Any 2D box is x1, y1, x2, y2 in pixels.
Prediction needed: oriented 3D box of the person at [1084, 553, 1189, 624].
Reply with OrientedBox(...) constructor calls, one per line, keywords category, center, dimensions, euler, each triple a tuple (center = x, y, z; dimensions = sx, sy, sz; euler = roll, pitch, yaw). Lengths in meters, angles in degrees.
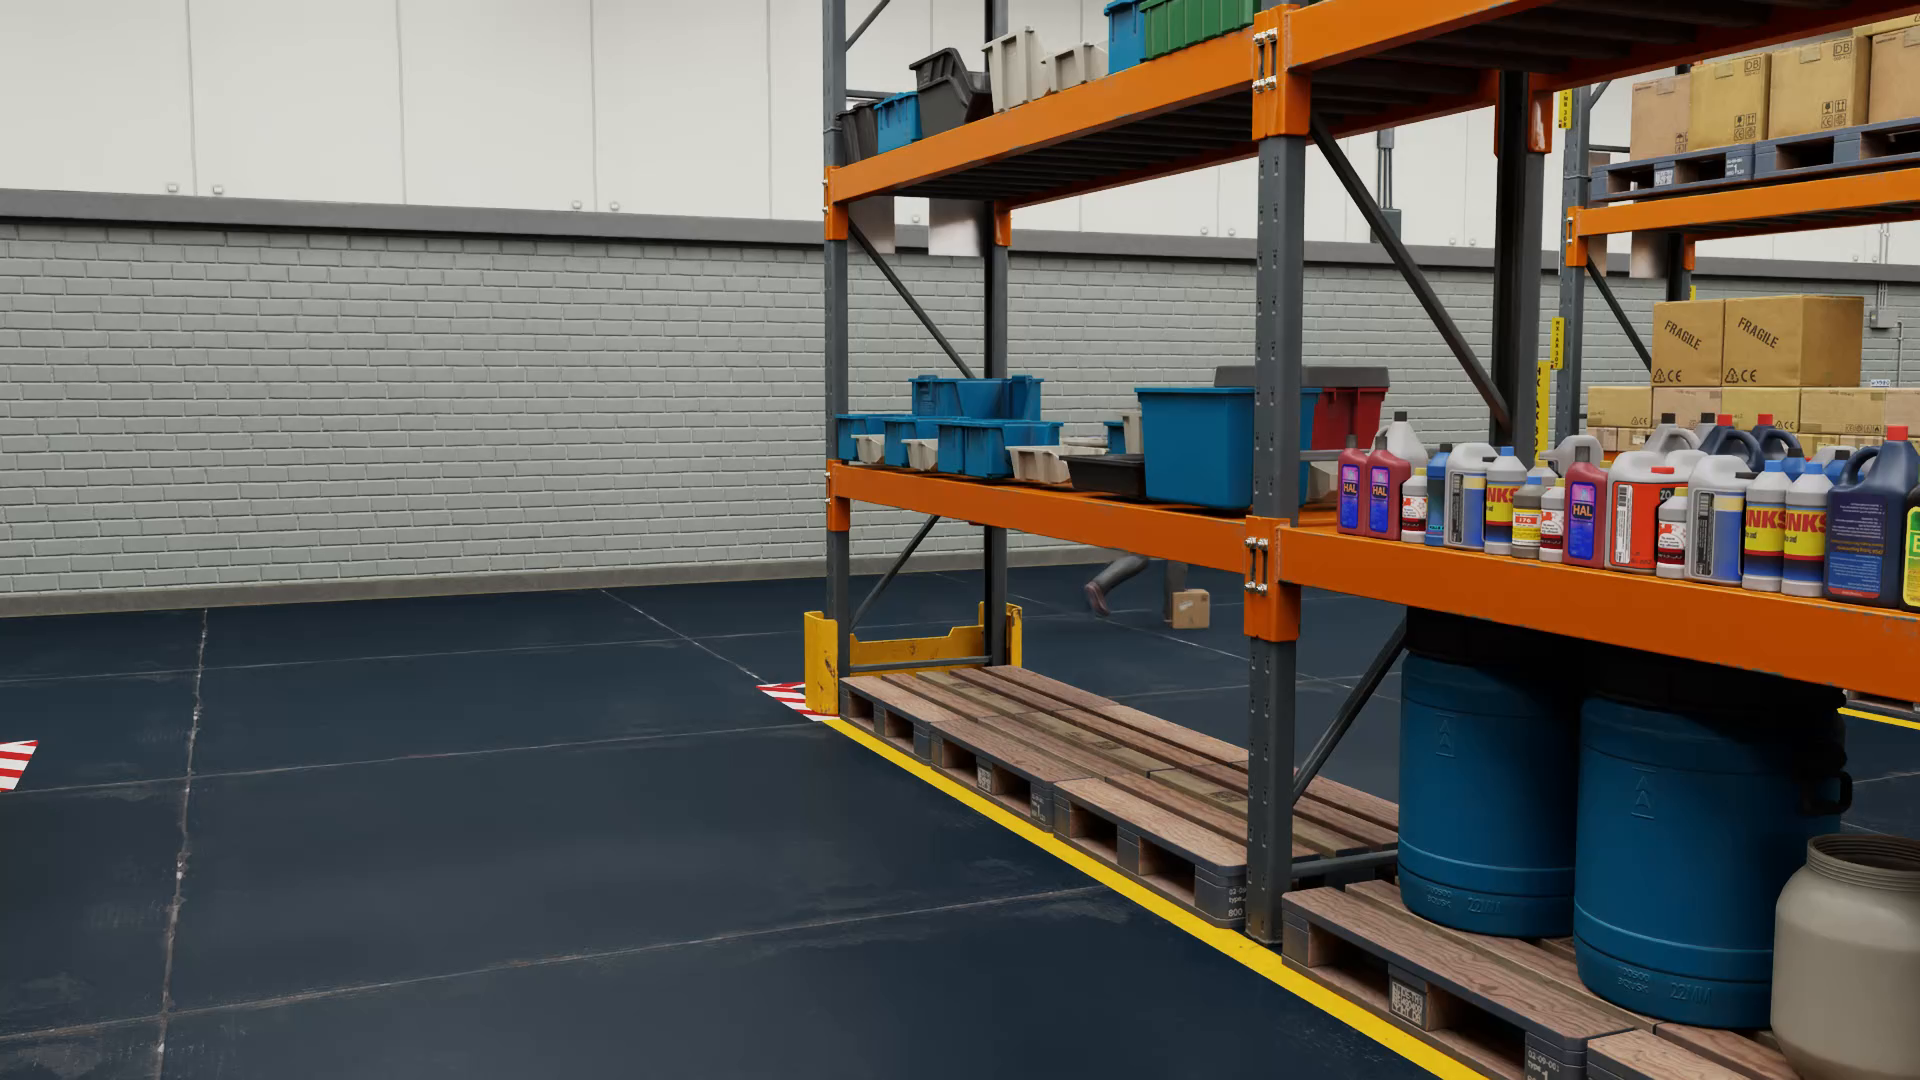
OrientedBox(category="person", center=(1.296, -0.211, 11.693), dimensions=(0.863, 1.609, 0.442), euler=(-3, 6, -27))
